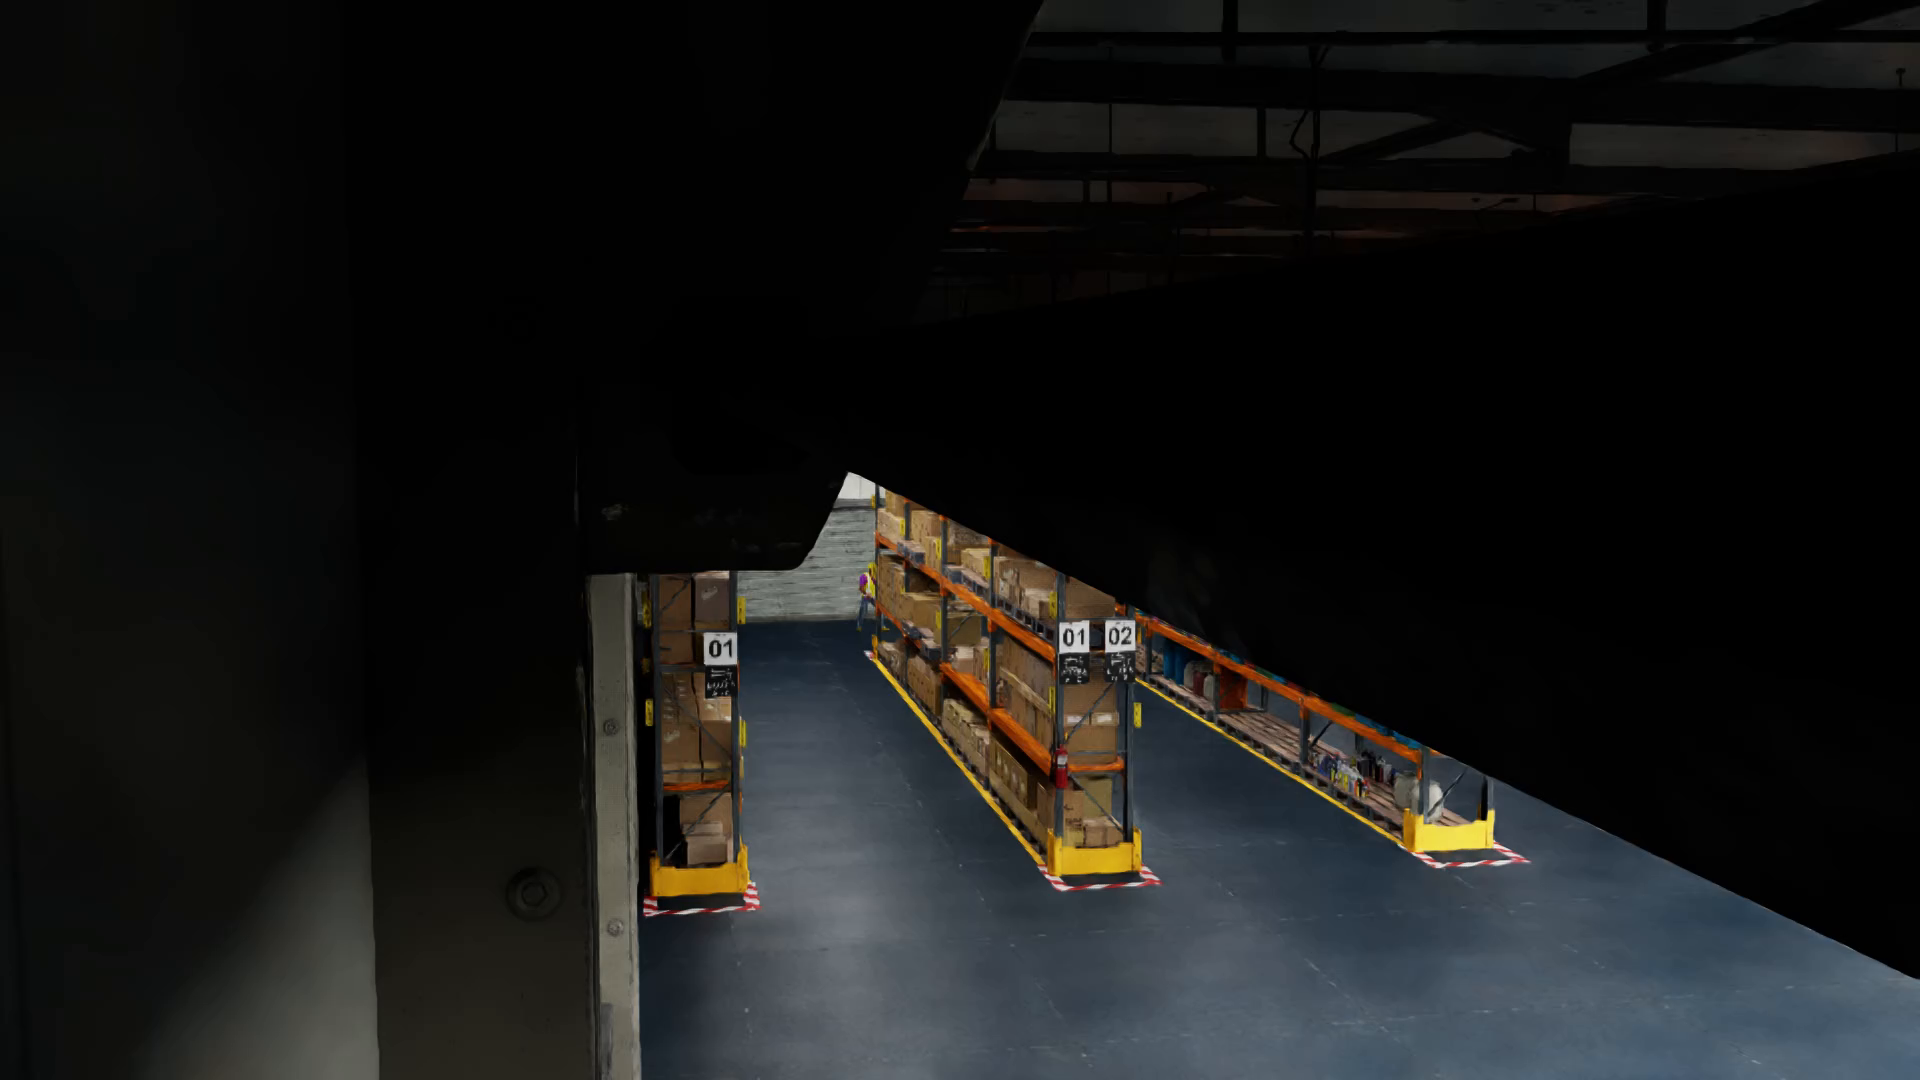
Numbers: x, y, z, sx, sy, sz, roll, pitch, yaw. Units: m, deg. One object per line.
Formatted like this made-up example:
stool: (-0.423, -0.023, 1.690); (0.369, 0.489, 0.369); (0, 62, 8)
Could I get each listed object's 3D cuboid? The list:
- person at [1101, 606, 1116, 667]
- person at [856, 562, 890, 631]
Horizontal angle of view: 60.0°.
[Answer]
person: (3.116, 1.901, 34.956); (0.550, 1.661, 0.578); (1, 6, 10)
person: (-2.165, 1.354, 40.162); (0.711, 1.695, 0.815); (-3, 7, -30)
